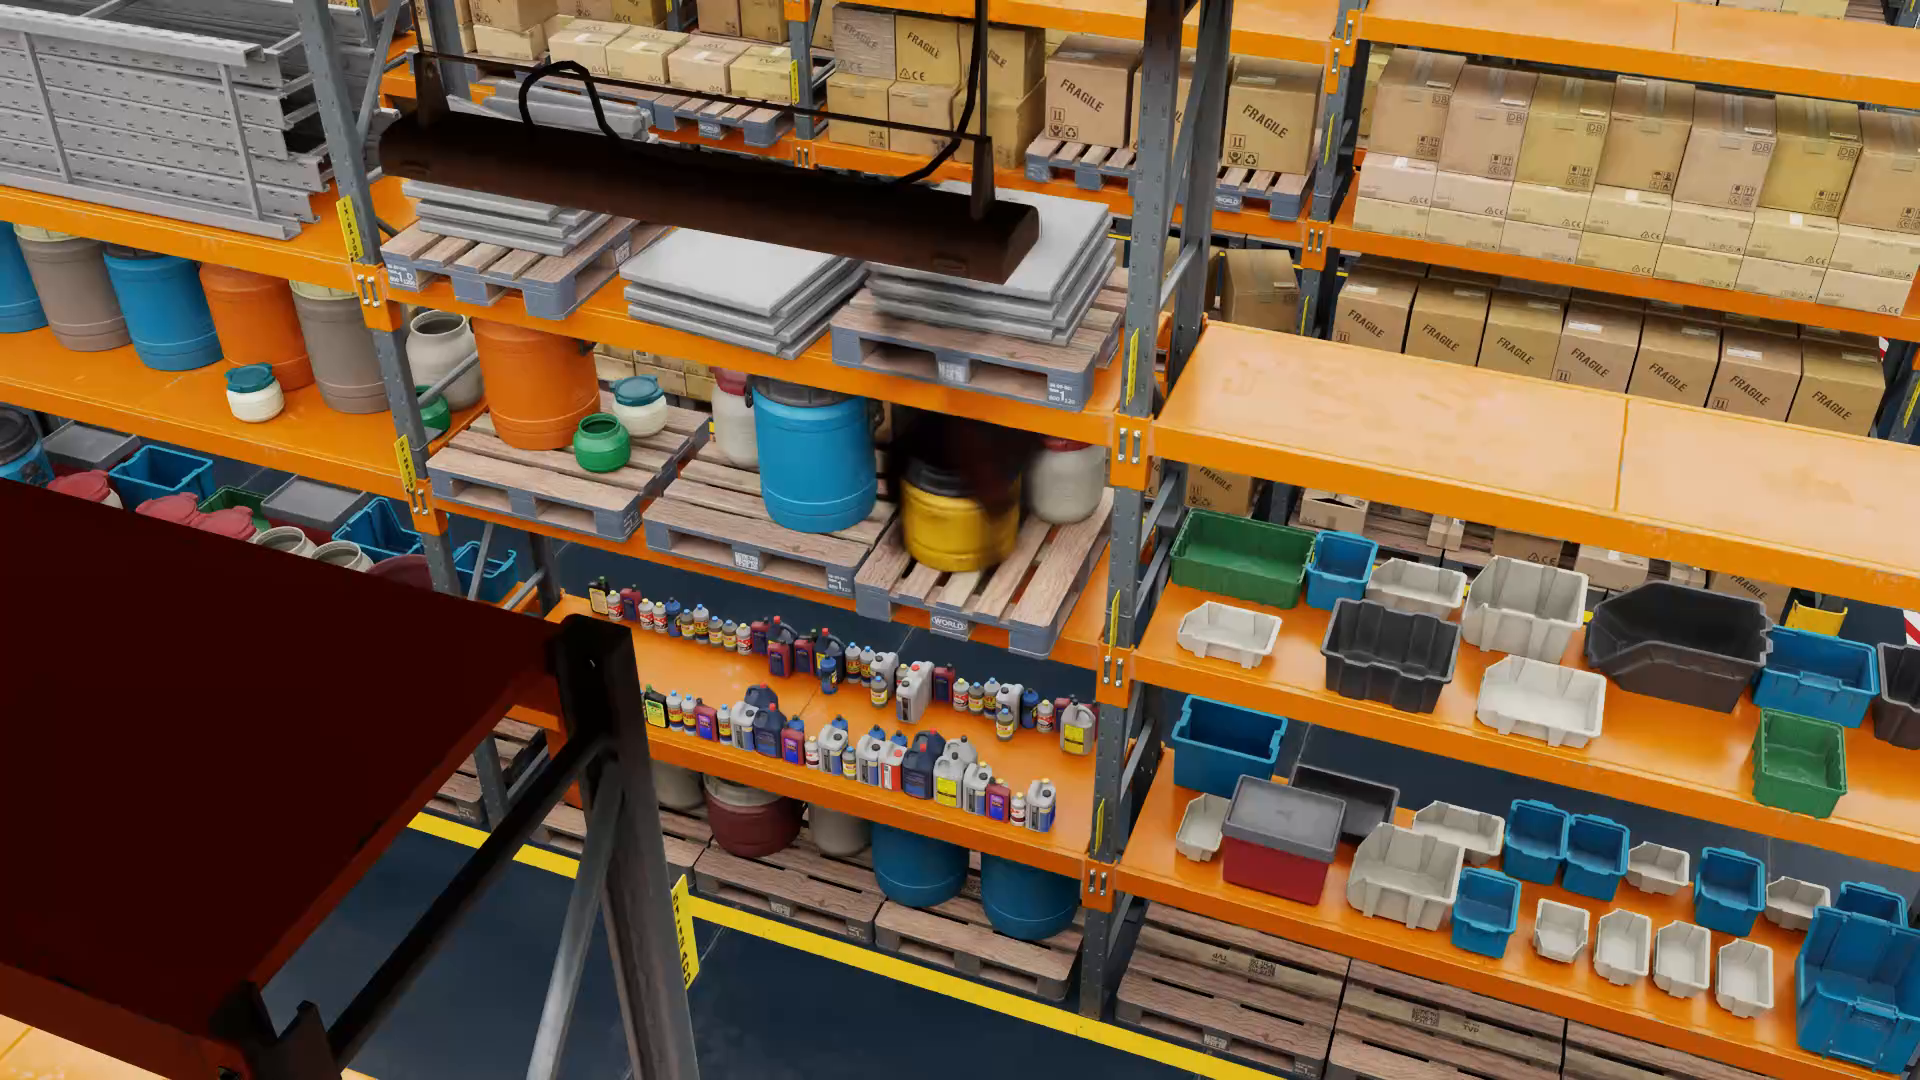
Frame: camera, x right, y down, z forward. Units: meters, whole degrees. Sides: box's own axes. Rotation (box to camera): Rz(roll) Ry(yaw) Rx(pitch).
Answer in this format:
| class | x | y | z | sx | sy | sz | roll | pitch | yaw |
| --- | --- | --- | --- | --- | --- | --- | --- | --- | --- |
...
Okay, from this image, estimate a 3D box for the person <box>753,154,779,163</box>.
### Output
| class | x | y | z | sx | sy | sz | roll | pitch | yaw |
| --- | --- | --- | --- | --- | --- | --- | --- | --- | --- |
| person | -1.854 | -2.982 | 15.946 | 0.992 | 1.747 | 0.678 | 12 | 38 | 16 |
